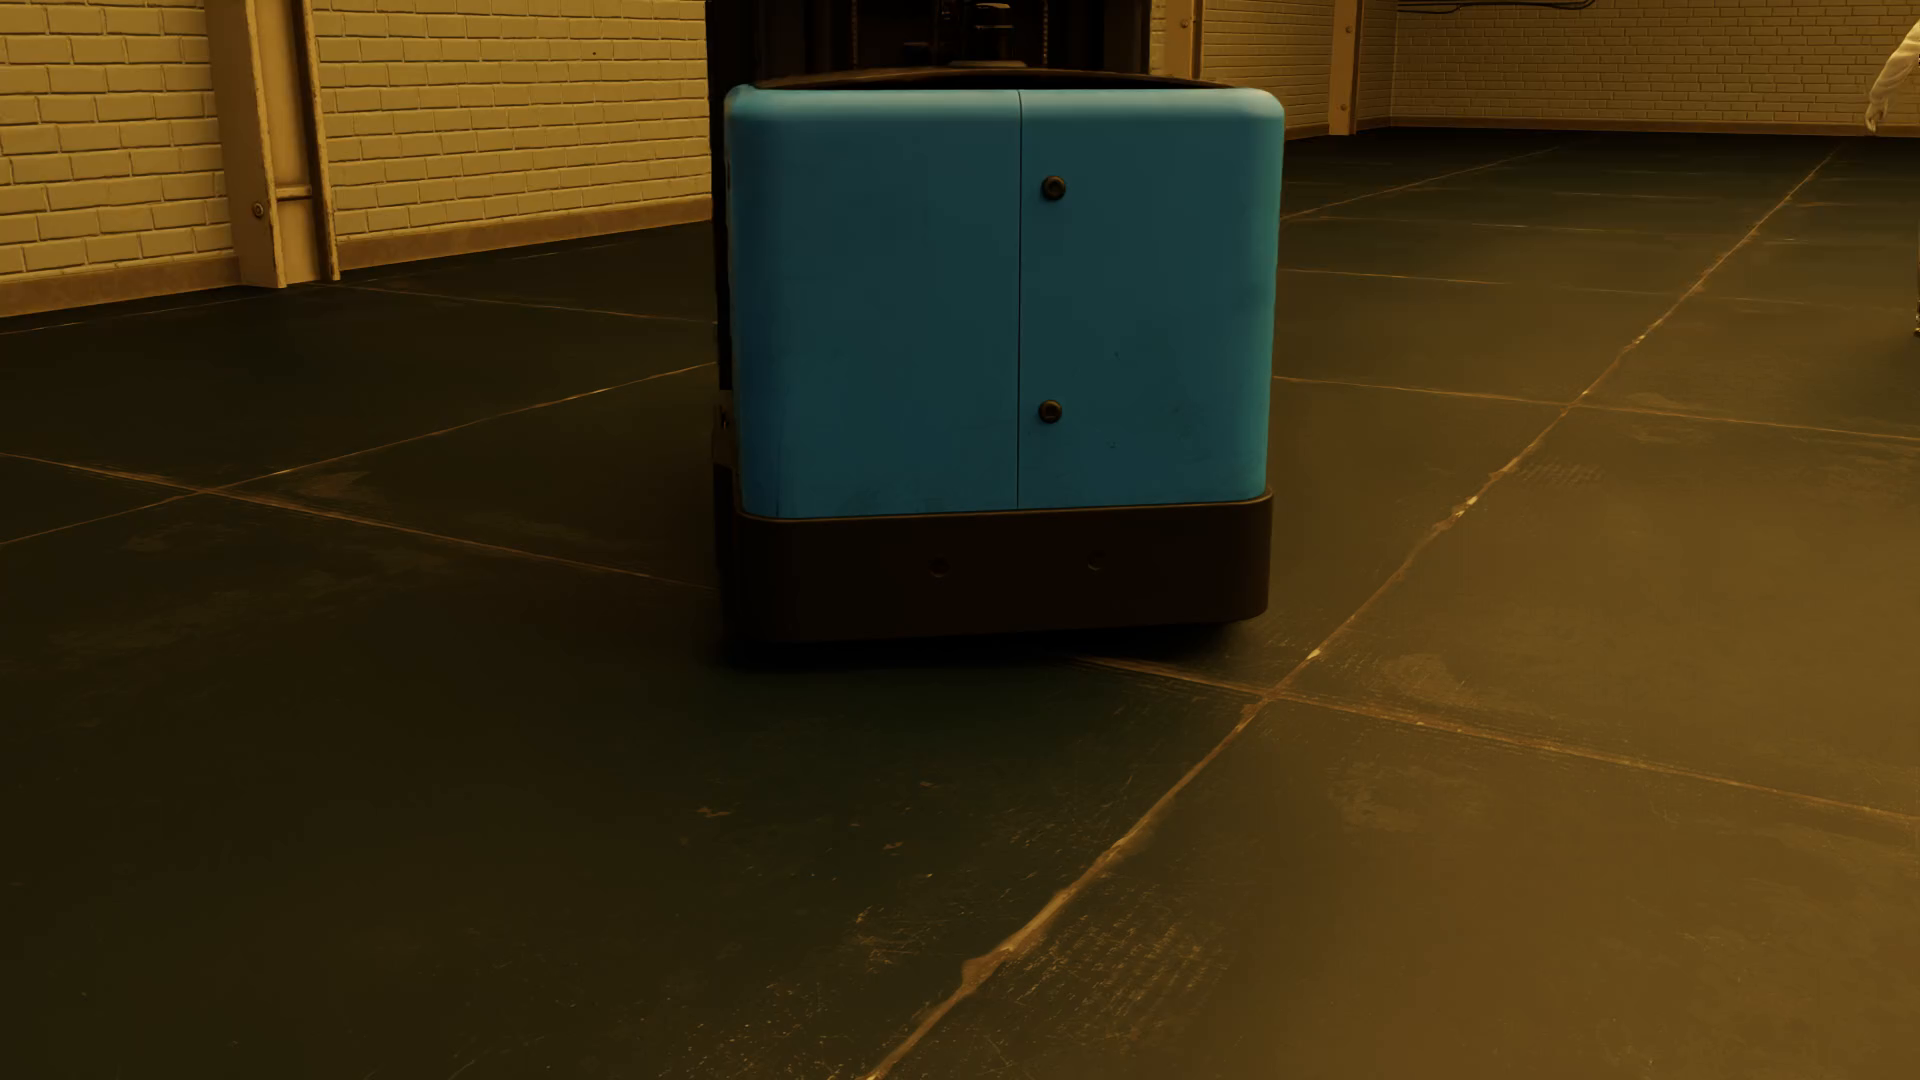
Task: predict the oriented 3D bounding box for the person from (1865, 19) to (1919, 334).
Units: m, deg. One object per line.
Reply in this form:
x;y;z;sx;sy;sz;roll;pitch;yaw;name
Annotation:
4.095;-1.639;6.761;0.781;1.672;0.443;11;20;33;person

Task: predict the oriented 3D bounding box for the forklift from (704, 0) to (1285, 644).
-0.113;-1.582;4.225;1.130;2.935;3.031;-2;17;-8;forklift
